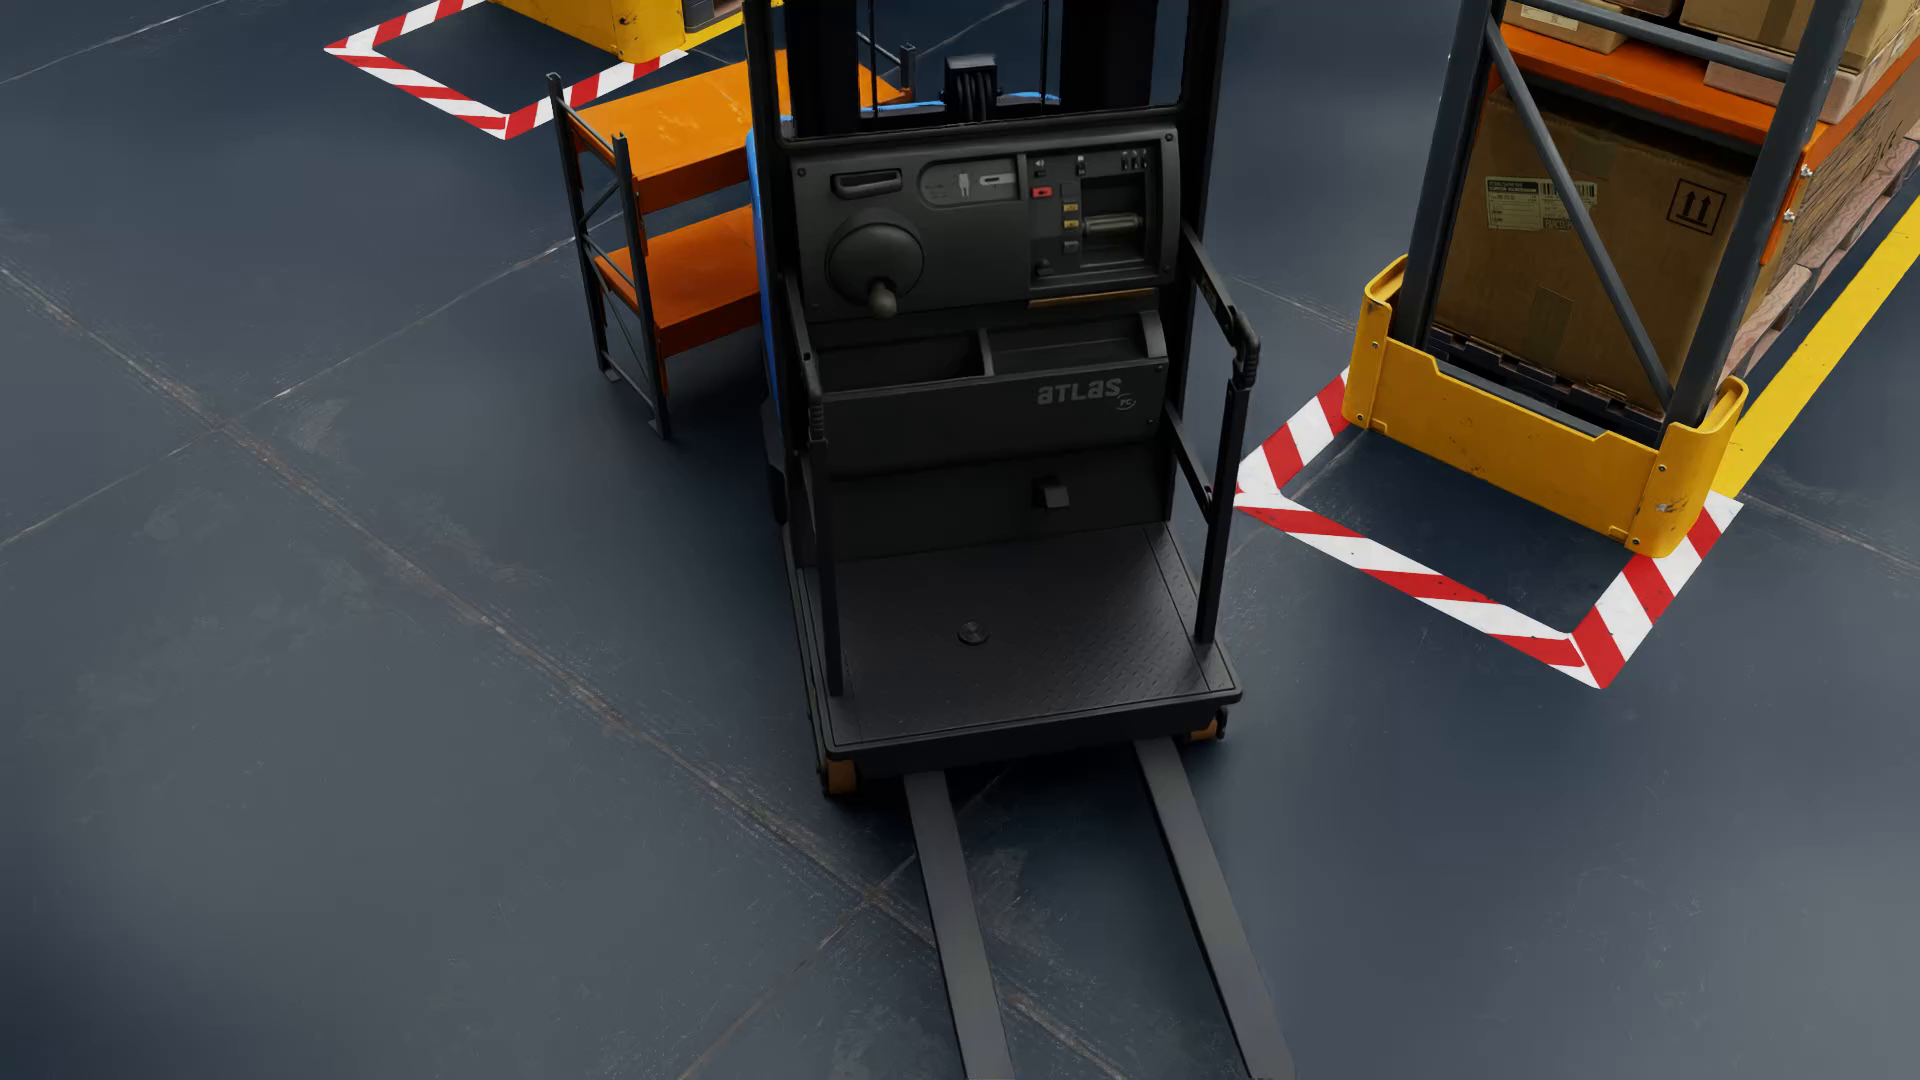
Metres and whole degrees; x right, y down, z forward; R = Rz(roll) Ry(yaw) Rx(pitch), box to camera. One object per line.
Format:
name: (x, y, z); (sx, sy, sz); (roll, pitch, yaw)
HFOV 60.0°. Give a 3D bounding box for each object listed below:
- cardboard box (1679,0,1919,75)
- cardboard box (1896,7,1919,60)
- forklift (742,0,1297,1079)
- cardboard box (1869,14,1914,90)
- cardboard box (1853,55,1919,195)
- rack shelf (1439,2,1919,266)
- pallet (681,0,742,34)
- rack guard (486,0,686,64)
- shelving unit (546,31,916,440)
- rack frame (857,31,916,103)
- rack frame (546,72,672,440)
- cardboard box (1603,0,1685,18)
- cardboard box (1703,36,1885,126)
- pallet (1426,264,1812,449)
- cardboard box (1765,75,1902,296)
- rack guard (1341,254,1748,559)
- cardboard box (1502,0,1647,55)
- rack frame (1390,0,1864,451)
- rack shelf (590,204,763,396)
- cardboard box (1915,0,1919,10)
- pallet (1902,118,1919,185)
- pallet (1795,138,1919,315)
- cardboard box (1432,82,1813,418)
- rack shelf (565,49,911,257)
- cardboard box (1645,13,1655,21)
cardboard box: (2.376, -1.572, 4.640); (0.500, 0.250, 0.500); (28, 49, 27)
cardboard box: (2.670, -1.599, 4.966); (0.380, 0.149, 0.250); (28, 49, 28)
forklift: (0.113, -0.672, 3.811); (1.130, 2.935, 3.031); (-7, 43, -8)
cardboard box: (2.505, -1.467, 4.821); (0.380, 0.149, 0.250); (29, 50, 28)
cardboard box: (3.369, -2.048, 6.540); (0.875, 0.875, 0.875); (29, 50, 28)
rack shelf: (3.147, -2.151, 5.921); (1.077, 0.370, 4.000); (29, 50, 28)
pallet: (-1.272, -2.997, 8.389); (1.003, 0.211, 1.213); (29, 50, 28)
rack guard: (-1.822, -2.701, 7.849); (1.175, 0.500, 0.348); (29, 50, 28)
shelving unit: (-0.716, -1.095, 5.618); (1.048, 1.125, 0.538); (-25, 48, -25)
rack frame: (-0.299, -1.291, 5.834); (0.032, 1.125, 0.500); (-25, 48, -25)
rack frame: (-1.133, -0.899, 5.403); (0.032, 1.125, 0.500); (-25, 48, -25)
cardboard box: (1.969, -1.806, 4.897); (0.500, 0.250, 0.500); (29, 50, 28)
cardboard box: (2.341, -1.334, 4.675); (0.380, 0.149, 0.250); (30, 50, 29)
pallet: (2.315, -0.801, 5.974); (1.003, 0.211, 1.213); (29, 50, 28)
cardboard box: (2.796, -1.589, 6.036); (0.875, 0.875, 0.875); (29, 50, 28)
rack guard: (1.845, -0.450, 5.373); (1.175, 0.500, 0.348); (29, 50, 28)
cardboard box: (1.837, -1.620, 4.989); (0.380, 0.149, 0.250); (30, 50, 29)
rack frame: (1.860, -1.387, 4.546); (1.000, 3.000, 0.127); (29, 50, 28)
rack shelf: (-0.716, -0.914, 5.783); (1.000, 0.278, 0.538); (-25, 48, -25)
cardboard box: (2.705, -1.843, 4.937); (0.500, 0.250, 0.500); (29, 50, 28)
pallet: (3.885, -2.058, 7.356); (1.003, 0.211, 1.213); (29, 50, 28)
pallet: (3.100, -1.427, 6.662); (1.003, 0.211, 1.213); (29, 50, 28)
cardboard box: (2.211, -1.121, 5.520); (0.875, 0.875, 0.875); (29, 50, 28)
rack shelf: (-0.716, -1.312, 5.421); (1.000, 0.278, 0.538); (-25, 48, -25)
cardboard box: (2.003, -1.755, 5.137); (0.380, 0.149, 0.250); (30, 50, 29)
